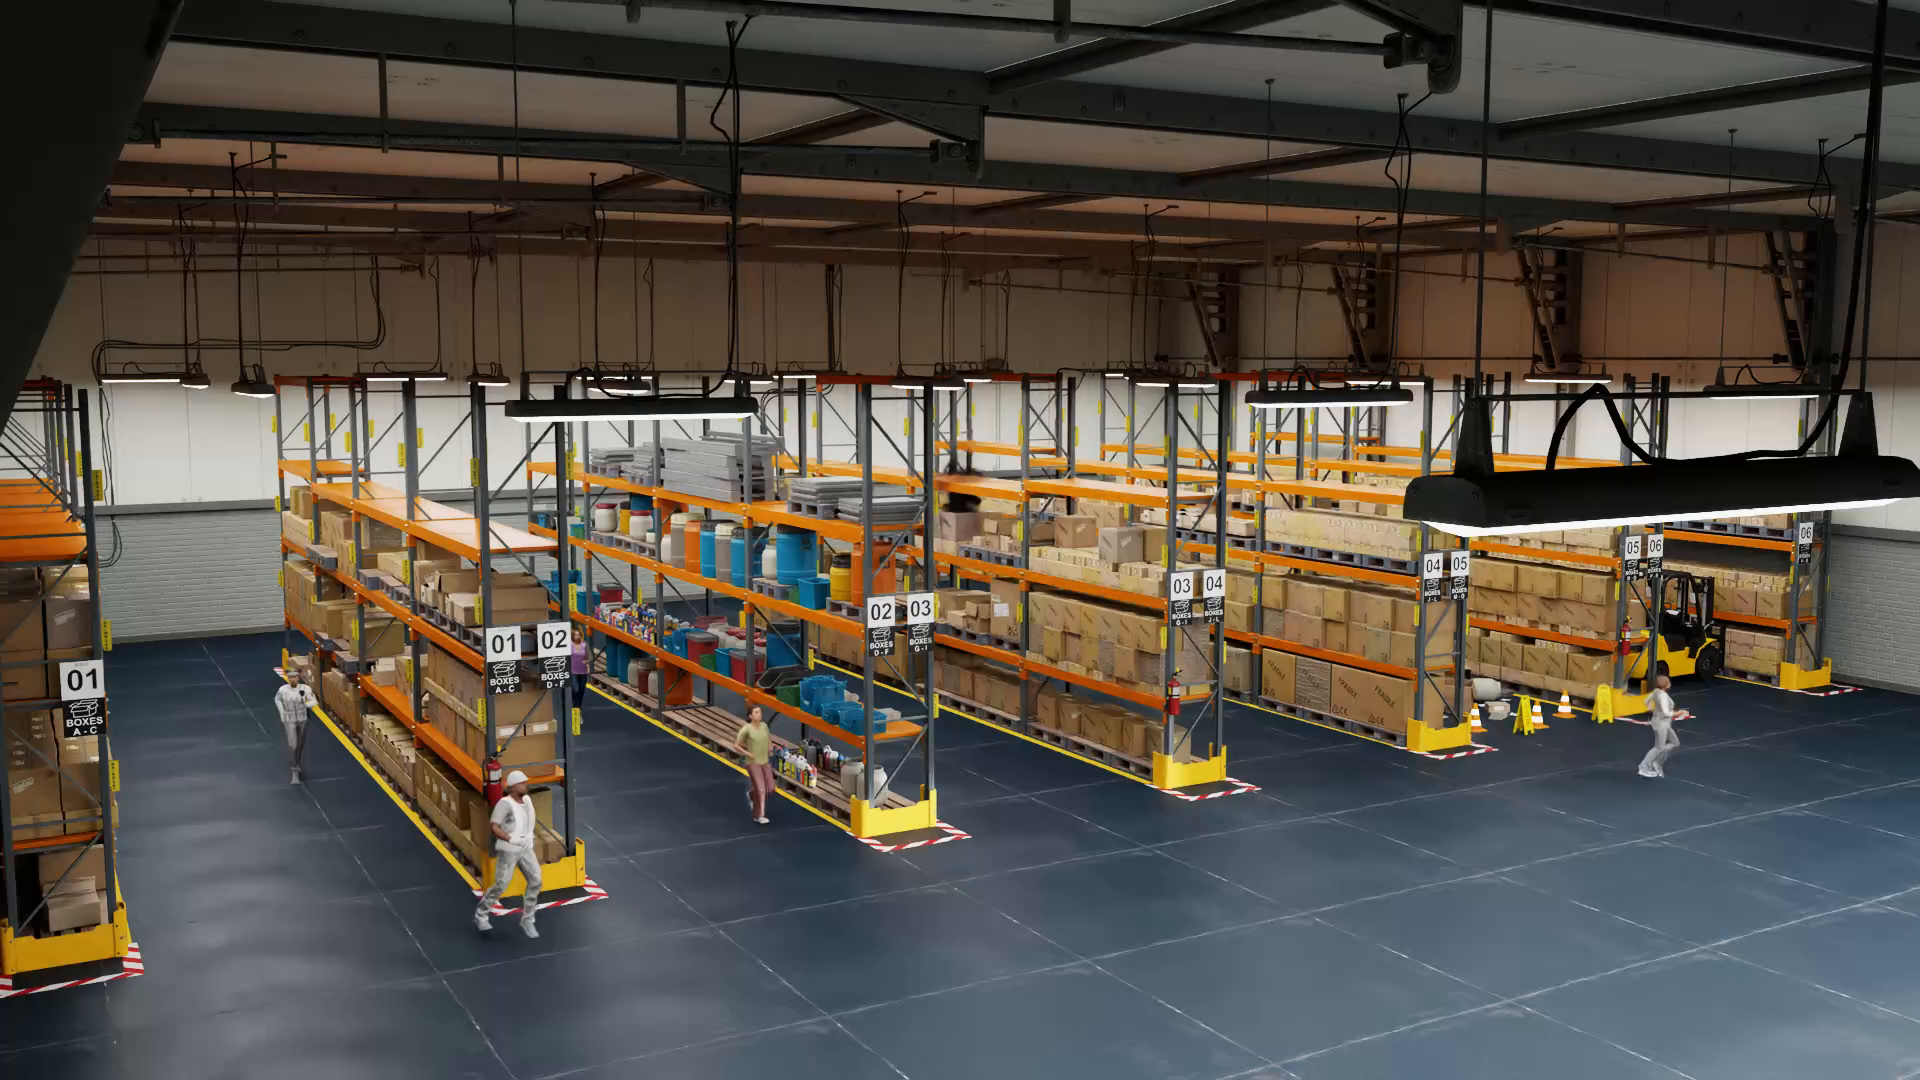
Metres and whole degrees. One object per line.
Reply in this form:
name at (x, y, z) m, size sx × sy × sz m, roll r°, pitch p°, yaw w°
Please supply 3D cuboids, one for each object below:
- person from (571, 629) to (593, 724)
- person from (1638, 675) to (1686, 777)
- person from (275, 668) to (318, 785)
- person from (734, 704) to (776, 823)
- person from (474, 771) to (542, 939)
person at (-6.680, 2.348, 29.046) m, size 0.538 × 1.615 × 0.786 m, roll -3°, pitch 7°, yaw -24°
person at (10.560, 2.802, 24.985) m, size 0.644 × 1.578 × 0.510 m, roll 2°, pitch 7°, yaw 18°
person at (-9.979, 2.762, 25.052) m, size 0.584 × 1.754 × 0.776 m, roll -3°, pitch 7°, yaw -27°
person at (-2.805, 3.039, 22.726) m, size 0.578 × 1.618 × 0.571 m, roll -5°, pitch 8°, yaw -41°
person at (-4.914, 3.452, 18.399) m, size 0.776 × 1.806 × 0.748 m, roll 3°, pitch 7°, yaw 25°
